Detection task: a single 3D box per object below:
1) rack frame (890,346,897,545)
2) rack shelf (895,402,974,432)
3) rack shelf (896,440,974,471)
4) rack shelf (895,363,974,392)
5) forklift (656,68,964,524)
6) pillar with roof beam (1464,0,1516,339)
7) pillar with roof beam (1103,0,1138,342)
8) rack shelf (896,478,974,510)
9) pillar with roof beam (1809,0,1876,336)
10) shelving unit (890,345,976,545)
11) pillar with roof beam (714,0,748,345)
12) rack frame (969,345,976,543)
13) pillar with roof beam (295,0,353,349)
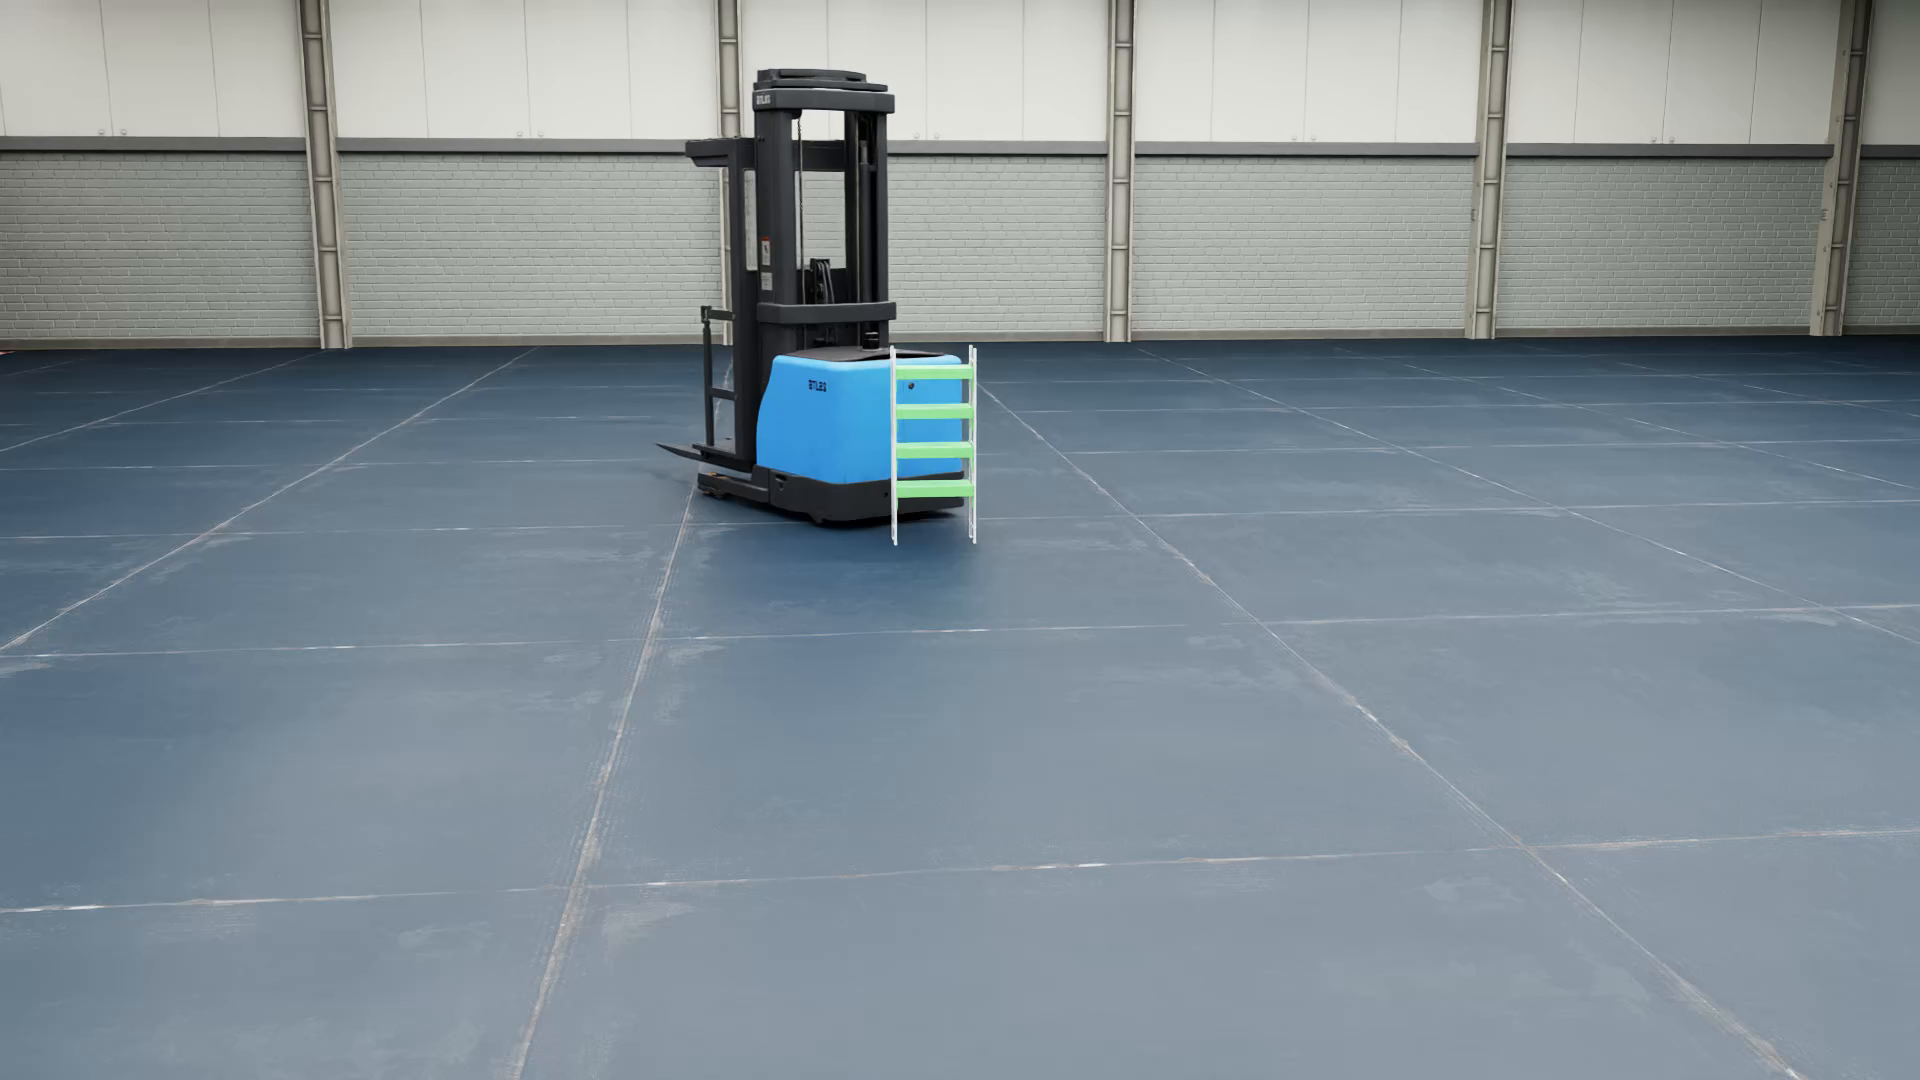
[{"bbox_3d":[-0.407,-0.580,10.209,0.015,1.200,0.240,-1,11,-6],"label":"rack frame"},{"bbox_3d":[-0.165,-0.758,10.201,0.480,0.148,0.258,-1,11,-6],"label":"rack shelf"},{"bbox_3d":[-0.165,-0.523,10.247,0.480,0.148,0.258,-1,11,-6],"label":"rack shelf"},{"bbox_3d":[-0.165,-0.994,10.154,0.480,0.148,0.258,-1,11,-6],"label":"rack shelf"},{"bbox_3d":[-1.237,-1.777,11.807,1.130,2.935,3.031,-8,14,-35],"label":"forklift"},{"bbox_3d":[8.925,-6.878,22.024,0.400,9.000,9.100,-1,11,-6],"label":"pillar with roof beam"},{"bbox_3d":[2.960,-6.753,21.389,0.400,9.000,9.100,-1,11,-6],"label":"pillar with roof beam"},{"bbox_3d":[-0.165,-0.287,10.293,0.480,0.148,0.258,-1,11,-6],"label":"rack shelf"},{"bbox_3d":[14.890,-7.003,22.660,0.400,9.000,9.100,-1,11,-6],"label":"pillar with roof beam"},{"bbox_3d":[-0.165,-0.585,10.235,0.503,1.200,0.258,-1,11,-6],"label":"shelving unit"},{"bbox_3d":[-3.005,-6.628,20.753,0.400,9.000,9.100,-1,11,-6],"label":"pillar with roof beam"},{"bbox_3d":[0.078,-0.590,10.261,0.015,1.200,0.240,-1,11,-6],"label":"rack frame"},{"bbox_3d":[-8.970,-6.503,20.117,0.400,9.000,9.100,-1,11,-6],"label":"pillar with roof beam"}]
